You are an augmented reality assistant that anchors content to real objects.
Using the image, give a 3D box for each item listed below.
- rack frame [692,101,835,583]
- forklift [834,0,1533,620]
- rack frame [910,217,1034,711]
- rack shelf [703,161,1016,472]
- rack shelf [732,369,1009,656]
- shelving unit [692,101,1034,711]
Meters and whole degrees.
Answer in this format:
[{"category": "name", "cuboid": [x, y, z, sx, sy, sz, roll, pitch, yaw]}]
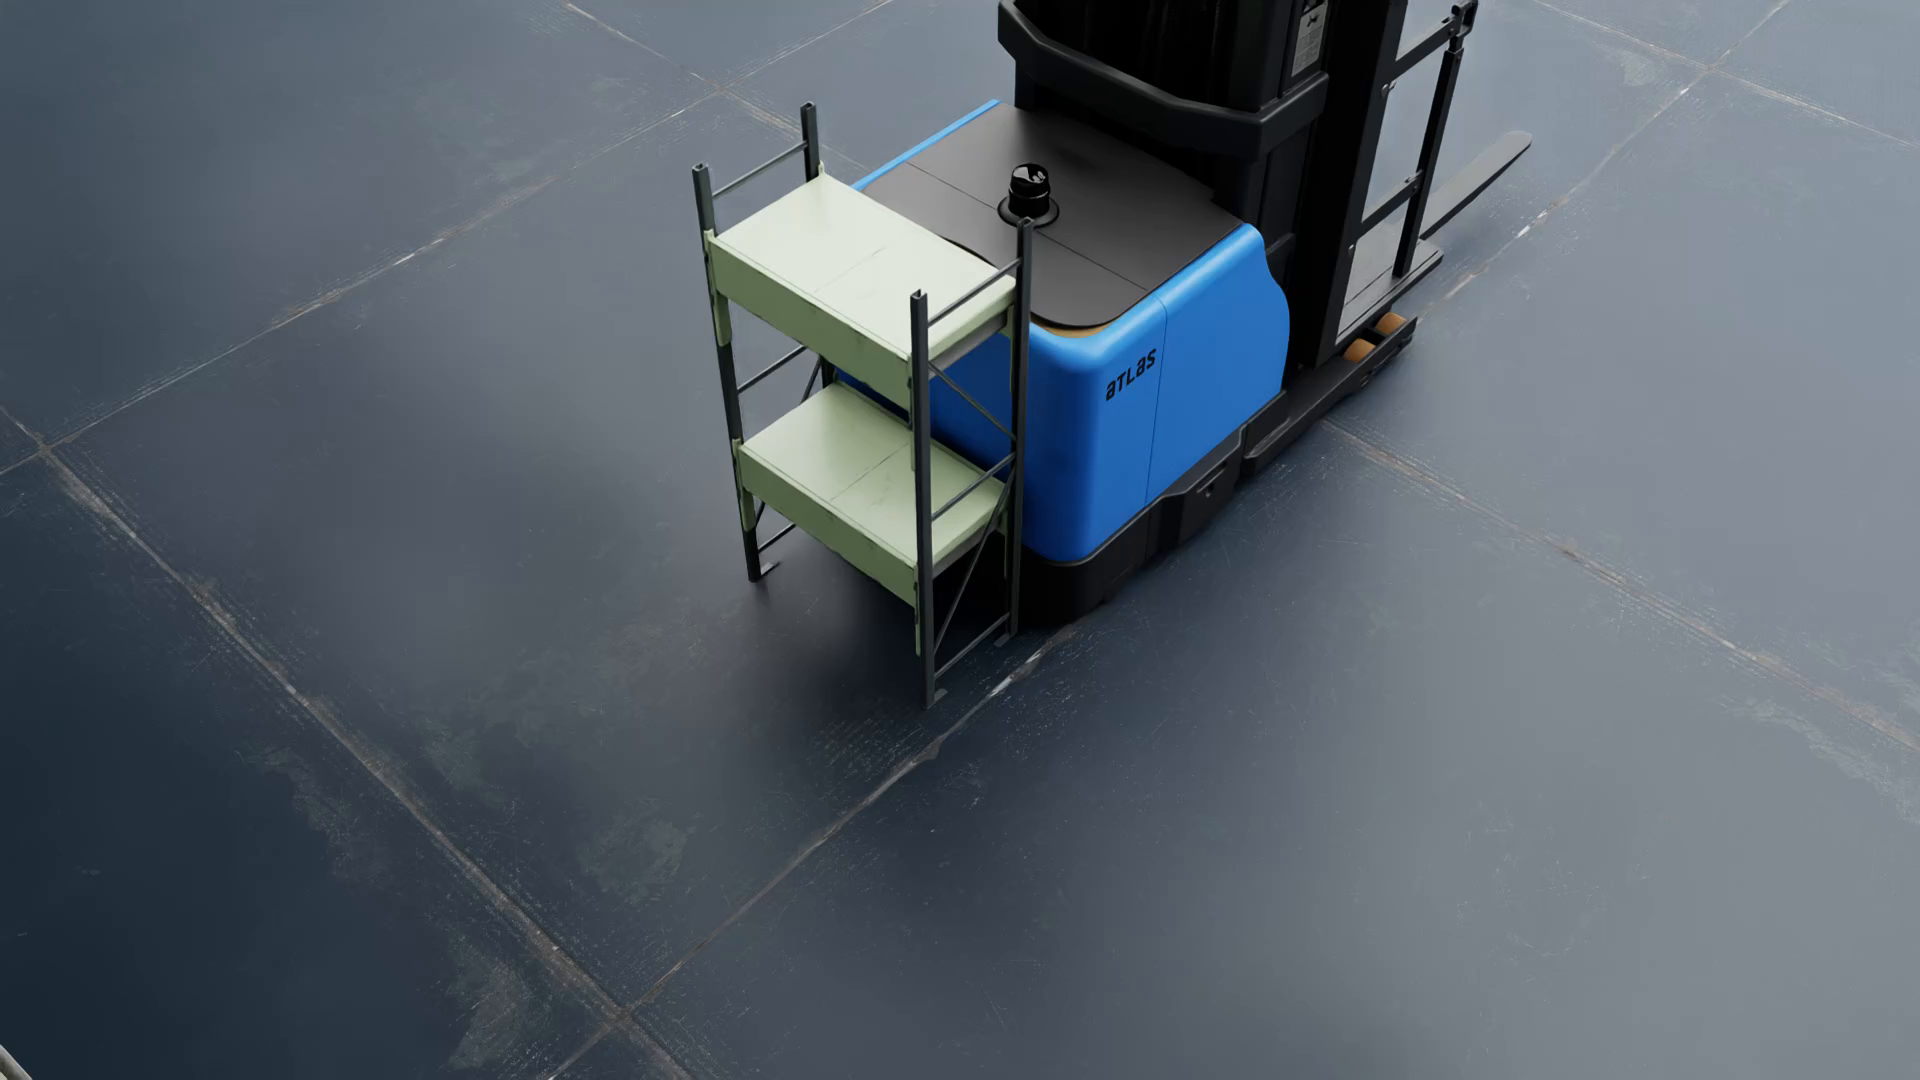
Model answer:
[{"category": "rack frame", "cuboid": [-0.510, -0.494, 4.685, 0.023, 1.500, 0.400, 34, 55, 27]}, {"category": "forklift", "cuboid": [0.942, -1.756, 4.888, 1.130, 2.935, 3.031, 34, 55, 27]}, {"category": "rack frame", "cuboid": [0.031, -0.134, 4.347, 0.023, 1.500, 0.400, 34, 55, 27]}, {"category": "rack shelf", "cuboid": [-0.240, -0.581, 4.231, 0.720, 0.370, 0.431, 34, 55, 27]}, {"category": "rack shelf", "cuboid": [-0.240, -0.091, 4.754, 0.720, 0.370, 0.431, 34, 55, 27]}, {"category": "shelving unit", "cuboid": [-0.240, -0.314, 4.516, 0.755, 1.500, 0.431, 34, 55, 27]}]
